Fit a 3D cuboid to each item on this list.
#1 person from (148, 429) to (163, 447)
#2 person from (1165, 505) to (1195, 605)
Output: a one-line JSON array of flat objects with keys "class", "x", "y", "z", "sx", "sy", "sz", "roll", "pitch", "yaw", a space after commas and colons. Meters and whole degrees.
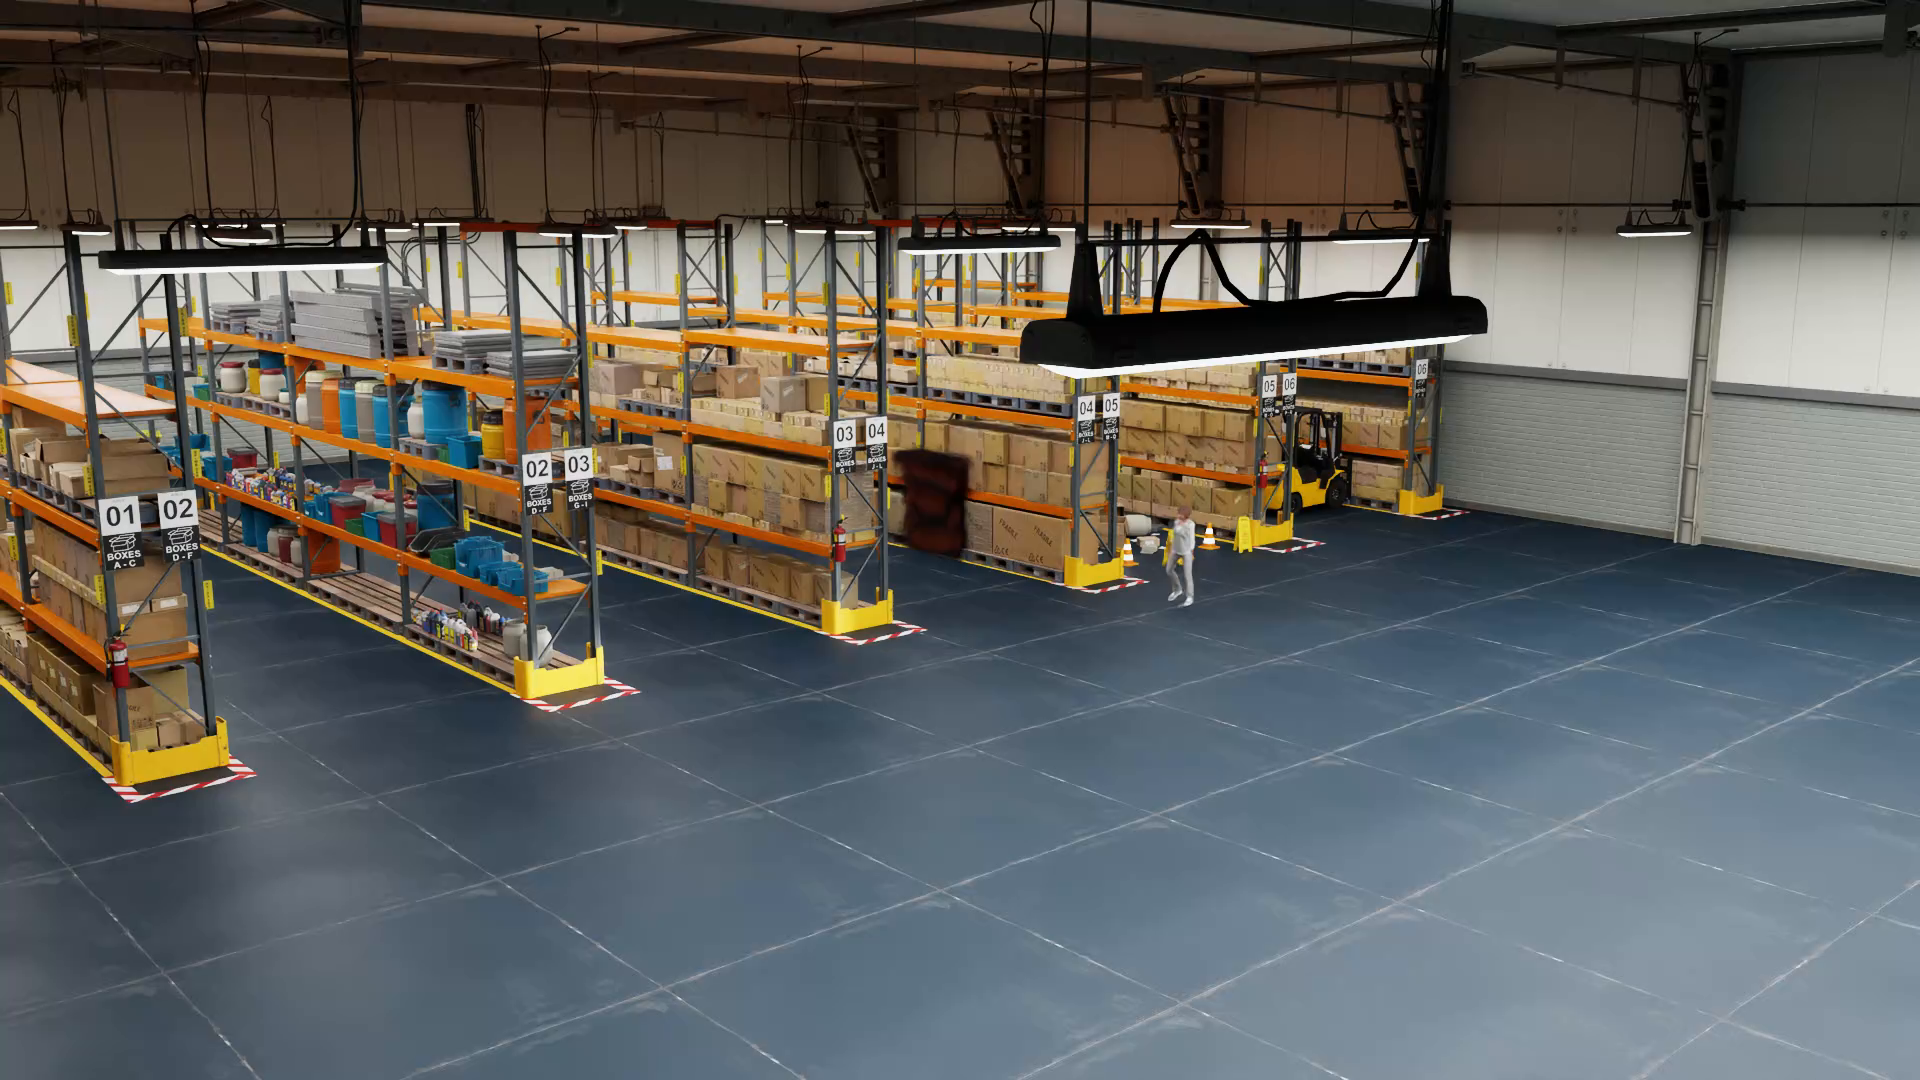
[{"class": "person", "x": -16.733, "y": -1.427, "z": 34.435, "sx": 0.581, "sy": 1.741, "sz": 0.577, "roll": -8, "pitch": 14, "yaw": -36}, {"class": "person", "x": 3.547, "y": 0.222, "z": 26.663, "sx": 0.485, "sy": 1.603, "sz": 0.354, "roll": 10, "pitch": 15, "yaw": 42}]
